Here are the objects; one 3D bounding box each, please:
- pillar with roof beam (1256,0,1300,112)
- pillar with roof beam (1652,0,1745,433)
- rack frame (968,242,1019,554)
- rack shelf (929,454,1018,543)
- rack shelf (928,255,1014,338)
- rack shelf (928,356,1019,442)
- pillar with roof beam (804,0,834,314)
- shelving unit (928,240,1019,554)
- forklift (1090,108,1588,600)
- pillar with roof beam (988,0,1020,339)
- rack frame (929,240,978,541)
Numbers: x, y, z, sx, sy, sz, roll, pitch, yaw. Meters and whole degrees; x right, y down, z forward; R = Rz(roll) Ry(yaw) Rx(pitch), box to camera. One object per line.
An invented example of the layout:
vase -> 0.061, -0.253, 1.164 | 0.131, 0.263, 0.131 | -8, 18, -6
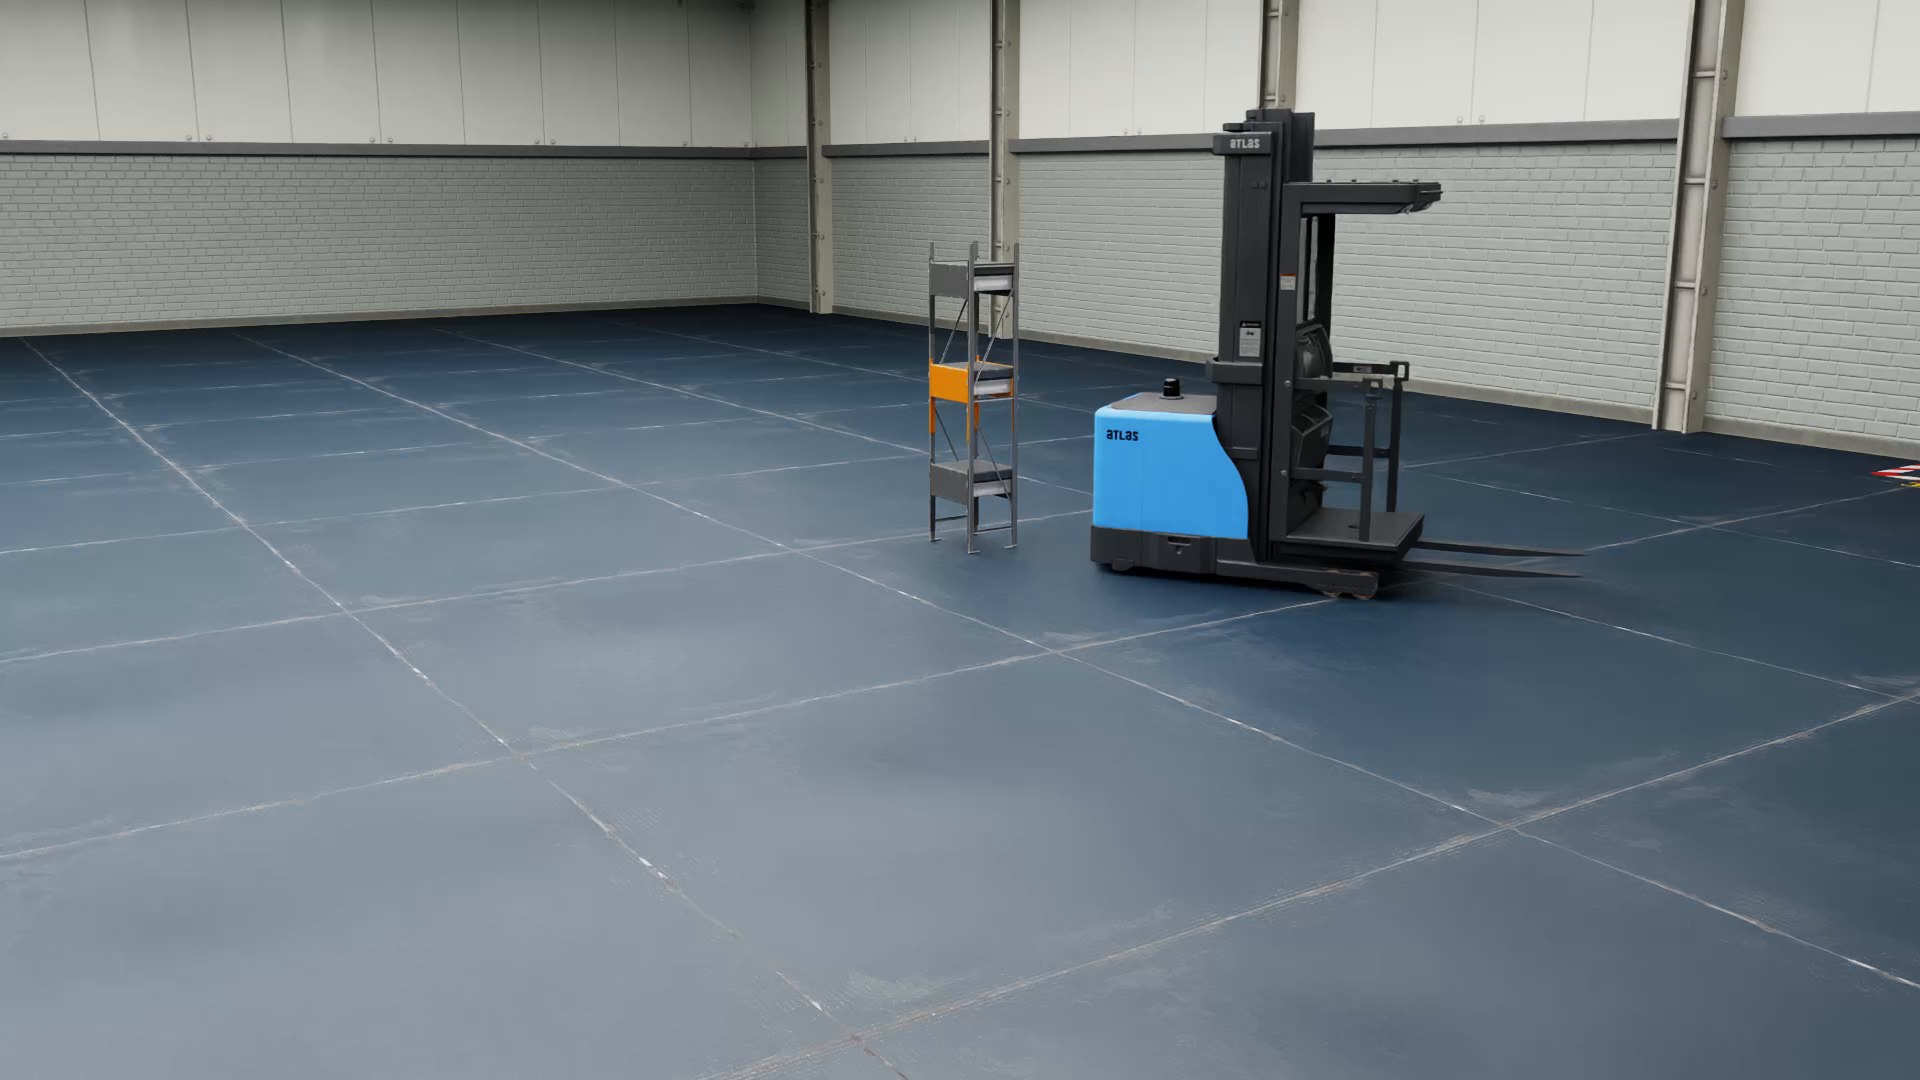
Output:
pillar with roof beam -> 0.435, -6.081, 18.604 | 9.100, 9.000, 0.400 | -8, 15, -33
pillar with roof beam -> 3.759, -5.014, 13.724 | 9.100, 9.000, 0.400 | -8, 15, -33
rack frame -> 0.227, -0.953, 11.304 | 0.400, 2.100, 0.015 | -8, 15, -33
rack shelf -> 0.092, -0.299, 11.655 | 0.431, 0.518, 0.480 | -8, 15, -33
rack shelf -> 0.092, -1.667, 11.356 | 0.431, 0.518, 0.480 | -8, 15, -33
rack shelf -> 0.092, -0.983, 11.506 | 0.431, 0.518, 0.480 | -8, 15, -33
pillar with roof beam -> -6.214, -8.215, 28.363 | 9.100, 9.000, 0.400 | -8, 15, -33
shelving unit -> 0.092, -0.996, 11.503 | 0.431, 2.100, 0.503 | -8, 15, -33
forklift -> 2.420, -1.194, 10.460 | 3.031, 2.935, 1.130 | 5, 13, 23
pillar with roof beam -> -2.889, -7.148, 23.484 | 9.100, 9.000, 0.400 | -8, 15, -33
rack frame -> -0.043, -1.040, 11.701 | 0.400, 2.100, 0.015 | -8, 15, -33
